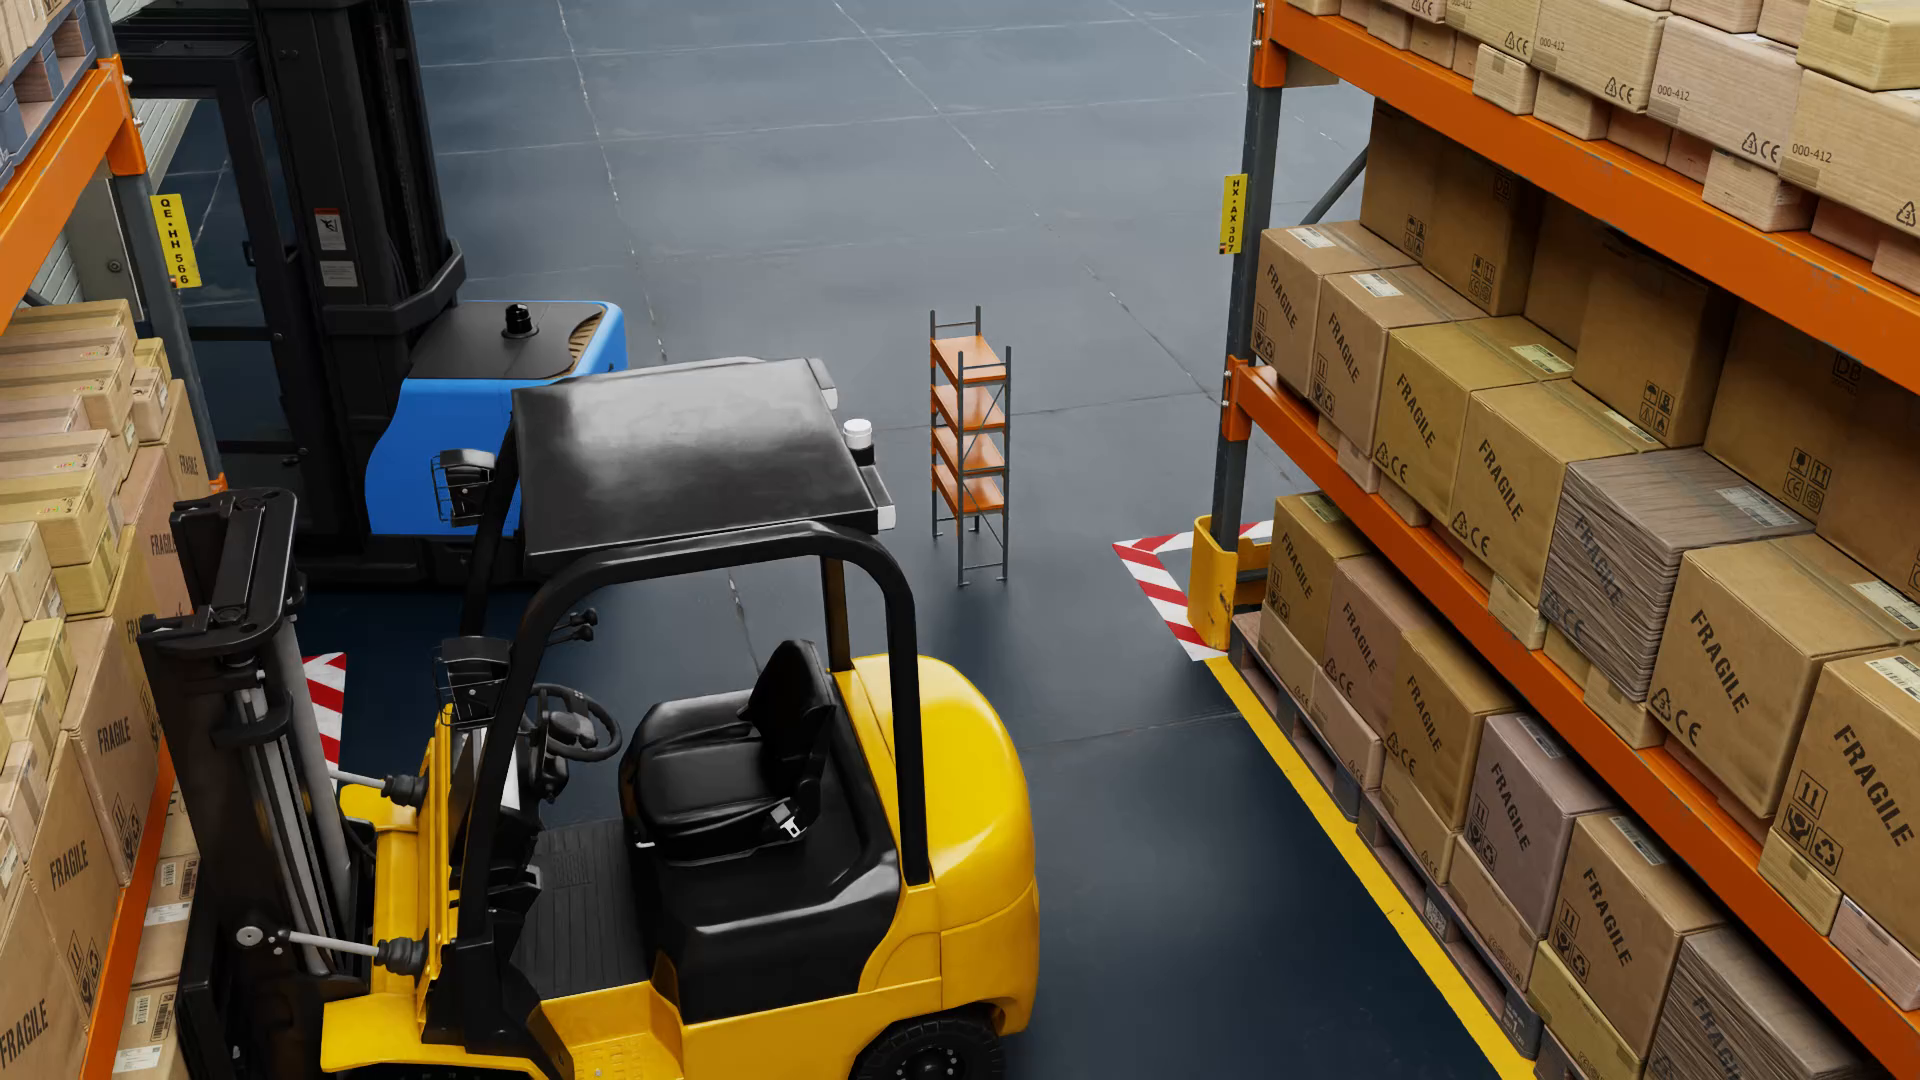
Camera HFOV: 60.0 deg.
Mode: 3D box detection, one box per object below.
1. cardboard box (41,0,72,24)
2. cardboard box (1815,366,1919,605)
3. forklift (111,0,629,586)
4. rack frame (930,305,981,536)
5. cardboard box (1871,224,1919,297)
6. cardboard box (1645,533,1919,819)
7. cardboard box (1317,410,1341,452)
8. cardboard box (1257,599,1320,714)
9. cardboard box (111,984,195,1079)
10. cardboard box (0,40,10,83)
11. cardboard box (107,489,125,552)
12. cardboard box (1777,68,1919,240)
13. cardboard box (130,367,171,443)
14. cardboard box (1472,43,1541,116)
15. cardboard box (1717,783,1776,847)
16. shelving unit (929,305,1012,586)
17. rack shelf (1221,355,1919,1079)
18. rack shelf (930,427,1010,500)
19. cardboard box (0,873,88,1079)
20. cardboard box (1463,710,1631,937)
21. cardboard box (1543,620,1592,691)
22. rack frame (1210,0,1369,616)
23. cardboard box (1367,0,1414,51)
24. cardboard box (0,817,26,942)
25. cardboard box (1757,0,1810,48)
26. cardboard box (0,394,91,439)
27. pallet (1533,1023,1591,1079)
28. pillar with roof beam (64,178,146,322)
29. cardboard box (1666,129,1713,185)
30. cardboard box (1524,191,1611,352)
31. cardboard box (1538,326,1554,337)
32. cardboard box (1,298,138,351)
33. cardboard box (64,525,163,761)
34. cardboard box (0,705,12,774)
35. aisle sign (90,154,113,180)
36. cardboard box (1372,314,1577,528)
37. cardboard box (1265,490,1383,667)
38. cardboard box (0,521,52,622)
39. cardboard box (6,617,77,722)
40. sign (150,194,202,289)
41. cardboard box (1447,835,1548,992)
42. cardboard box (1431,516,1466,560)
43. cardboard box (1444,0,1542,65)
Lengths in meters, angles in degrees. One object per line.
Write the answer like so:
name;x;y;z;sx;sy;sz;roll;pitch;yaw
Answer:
cardboard box;-2.816;-1.720;4.614;0.500;0.500;0.500;-7;31;-12
cardboard box;2.656;-0.160;4.138;0.700;0.500;0.500;-8;31;-13
forklift;-3.155;-1.288;7.549;3.031;2.935;1.130;1;30;1
rack frame;-0.021;-0.557;8.015;0.240;1.200;0.015;-8;31;-13
cardboard box;2.227;-0.620;3.583;0.380;0.149;0.250;-8;31;-13
cardboard box;2.177;0.334;4.282;0.500;0.500;0.500;-7;31;-12
cardboard box;1.580;-0.437;6.262;0.380;0.149;0.250;-9;31;-15
cardboard box;1.563;0.438;6.824;0.500;0.250;0.500;-8;31;-14
cardboard box;-2.202;1.410;4.147;0.500;0.250;0.500;-7;31;-12
cardboard box;-2.641;-1.212;3.736;0.700;0.500;0.500;-8;31;-13
cardboard box;-2.529;-0.032;4.563;0.380;0.149;0.250;-9;31;-15
cardboard box;2.166;-0.848;3.579;0.500;0.250;0.500;-8;31;-14
cardboard box;-2.710;-0.409;5.215;0.380;0.149;0.250;-7;31;-12
cardboard box;1.738;-1.359;4.860;0.380;0.149;0.250;-7;31;-13
cardboard box;2.232;0.674;4.343;0.380;0.149;0.250;-8;31;-13
shelving unit;0.044;-0.439;7.811;0.258;1.200;0.503;-8;31;-13
rack shelf;2.147;0.281;5.489;1.077;0.370;4.000;-8;31;-13
rack shelf;0.044;-0.381;7.845;0.258;0.148;0.480;-8;31;-13
cardboard box;-2.127;1.056;3.332;0.500;0.500;0.500;-7;31;-12
cardboard box;1.989;0.877;5.317;0.500;0.500;0.500;-6;31;-11
cardboard box;1.987;0.312;4.968;0.380;0.149;0.250;-8;31;-14
rack frame;1.616;-0.996;6.977;1.000;3.000;0.127;-8;31;-13
cardboard box;1.584;-1.735;5.510;0.380;0.149;0.250;-7;31;-12
cardboard box;-2.098;0.708;3.285;0.380;0.149;0.250;-7;31;-12
cardboard box;2.092;-1.224;3.831;0.380;0.149;0.250;-8;31;-14
cardboard box;-2.685;-0.275;4.686;0.380;0.149;0.250;-8;31;-13
pallet;2.465;1.823;4.890;1.003;0.211;1.213;-8;31;-13
pillar with roof beam;-1.295;-5.945;9.539;9.100;9.000;0.400;-8;31;-13
cardboard box;2.053;-1.001;4.242;0.380;0.149;0.250;-7;31;-12
cardboard box;2.324;-0.905;5.425;0.700;0.500;0.500;-8;31;-14
cardboard box;2.284;-0.458;5.651;0.500;0.500;0.500;-8;31;-13
cardboard box;-2.870;-0.642;5.321;0.380;0.149;0.250;-8;31;-13
cardboard box;-2.520;0.324;4.596;0.500;0.500;0.500;-8;31;-14
cardboard box;-2.203;0.455;3.425;0.380;0.149;0.250;-8;31;-14
aisle sign;-2.903;-1.531;5.305;0.394;0.787;0.004;-8;31;-13
cardboard box;1.751;-0.407;5.562;0.500;0.500;0.500;-8;31;-14
cardboard box;1.570;0.125;6.617;0.500;0.500;0.500;-9;31;-15
cardboard box;-2.458;0.098;4.043;0.380;0.149;0.250;-7;31;-13
cardboard box;-2.329;0.335;3.930;0.380;0.149;0.250;-8;31;-14
sign;-2.642;-1.004;5.598;0.100;0.325;0.005;-8;31;-13
cardboard box;1.980;1.192;5.522;0.500;0.250;0.500;-7;31;-13
cardboard box;1.832;-0.068;5.624;0.380;0.149;0.250;-7;31;-12
cardboard box;1.778;-1.589;4.860;0.500;0.250;0.500;-7;31;-12
